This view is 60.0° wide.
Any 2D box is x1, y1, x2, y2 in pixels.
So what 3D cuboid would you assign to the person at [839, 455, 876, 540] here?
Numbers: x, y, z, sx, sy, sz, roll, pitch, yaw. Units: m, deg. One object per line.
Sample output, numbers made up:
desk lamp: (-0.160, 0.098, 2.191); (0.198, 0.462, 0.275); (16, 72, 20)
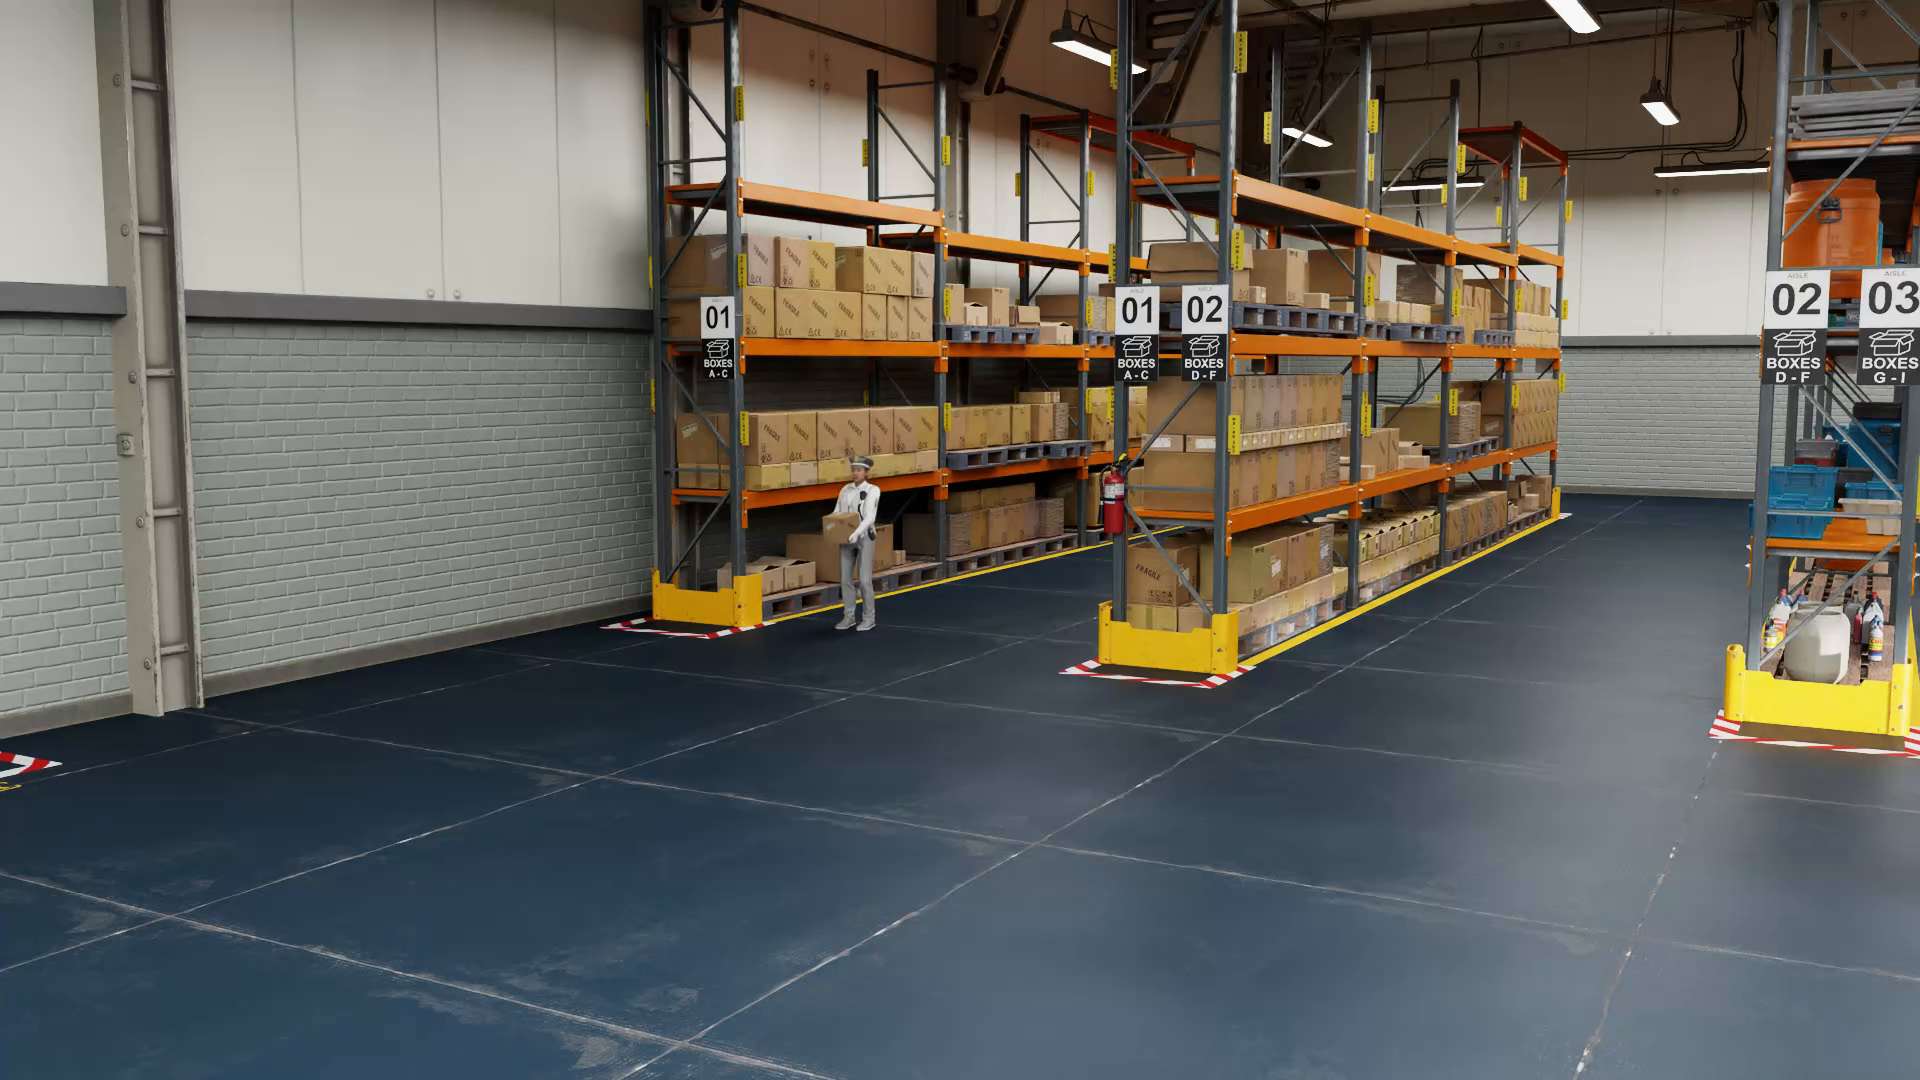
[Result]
person: (-0.980, -0.413, 16.031); (0.372, 0.819, 0.362); (3, 7, 29)
